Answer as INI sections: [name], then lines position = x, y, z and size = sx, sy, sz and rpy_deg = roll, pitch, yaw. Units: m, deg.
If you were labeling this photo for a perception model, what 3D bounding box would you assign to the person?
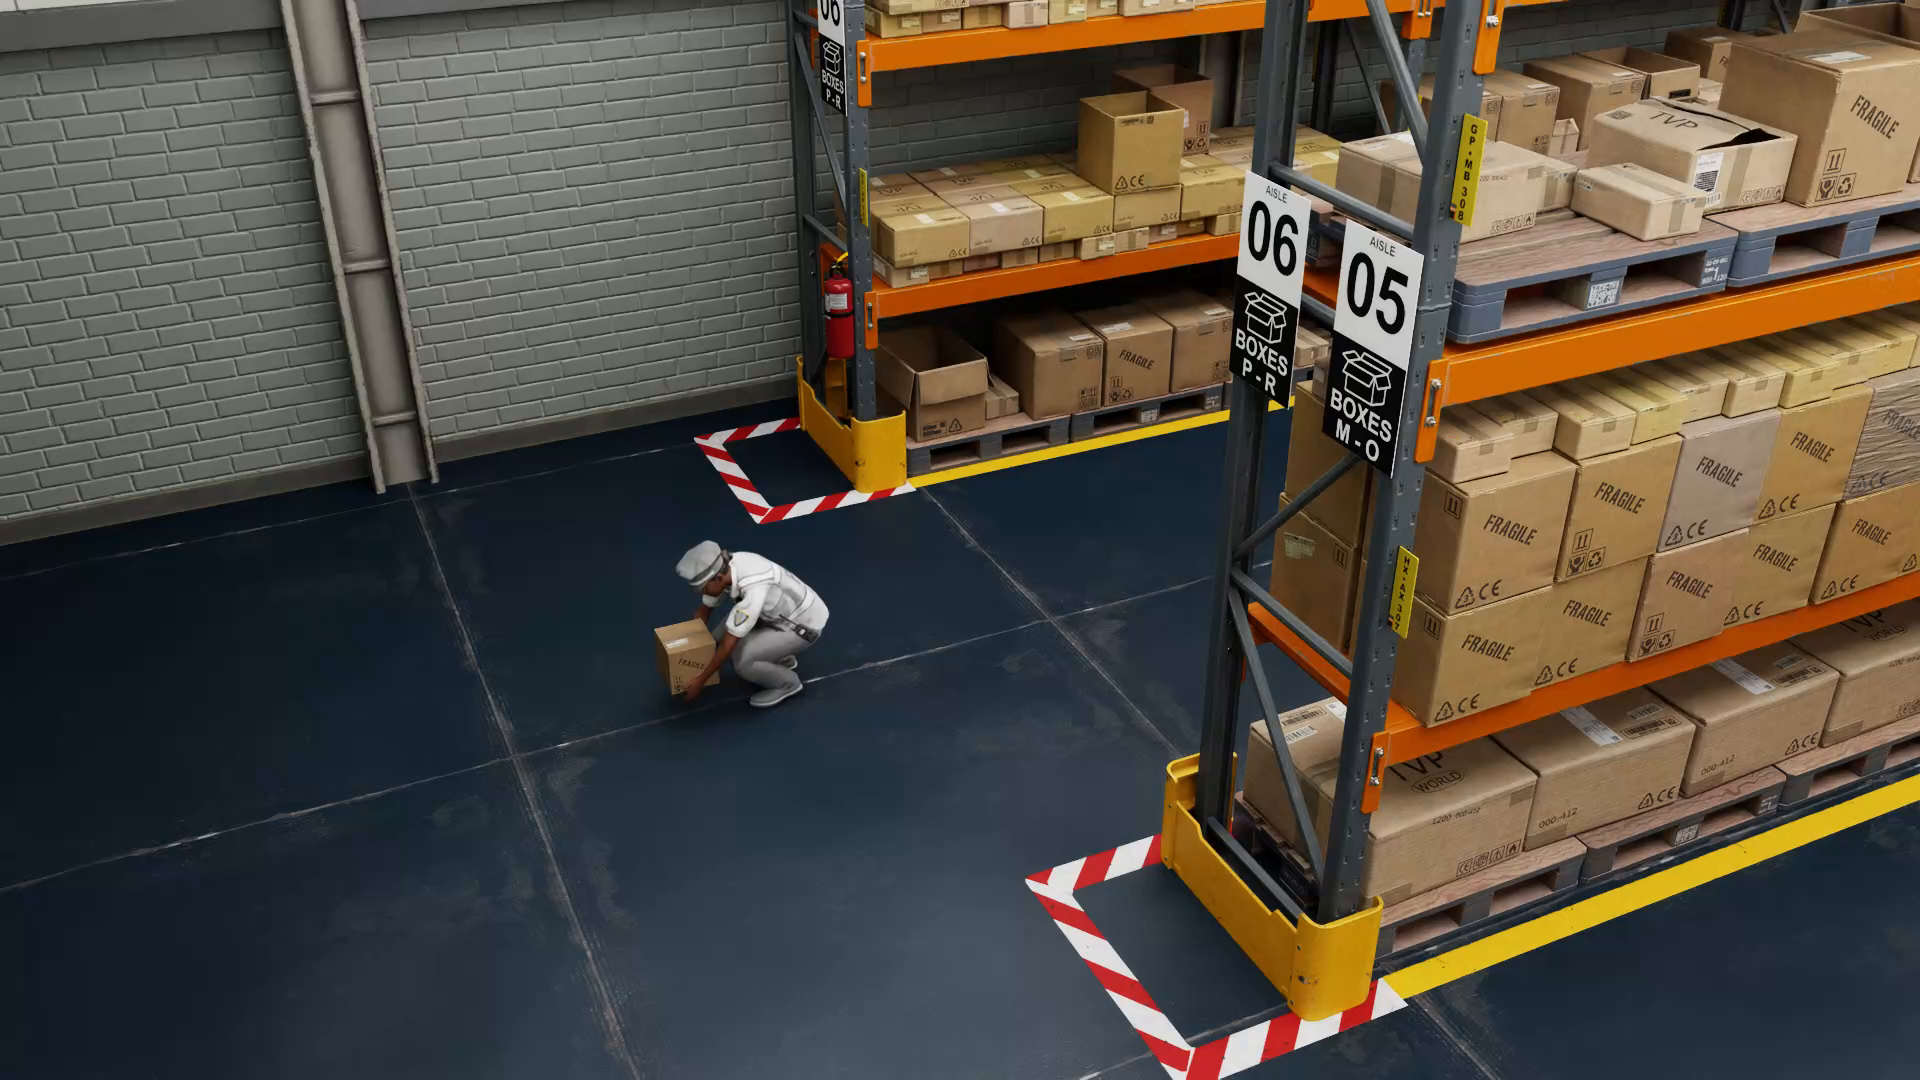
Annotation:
[person]
position = -1.089, 0.386, 8.494
size = 0.840, 0.961, 0.485
rpy_deg = -13, 32, -22
